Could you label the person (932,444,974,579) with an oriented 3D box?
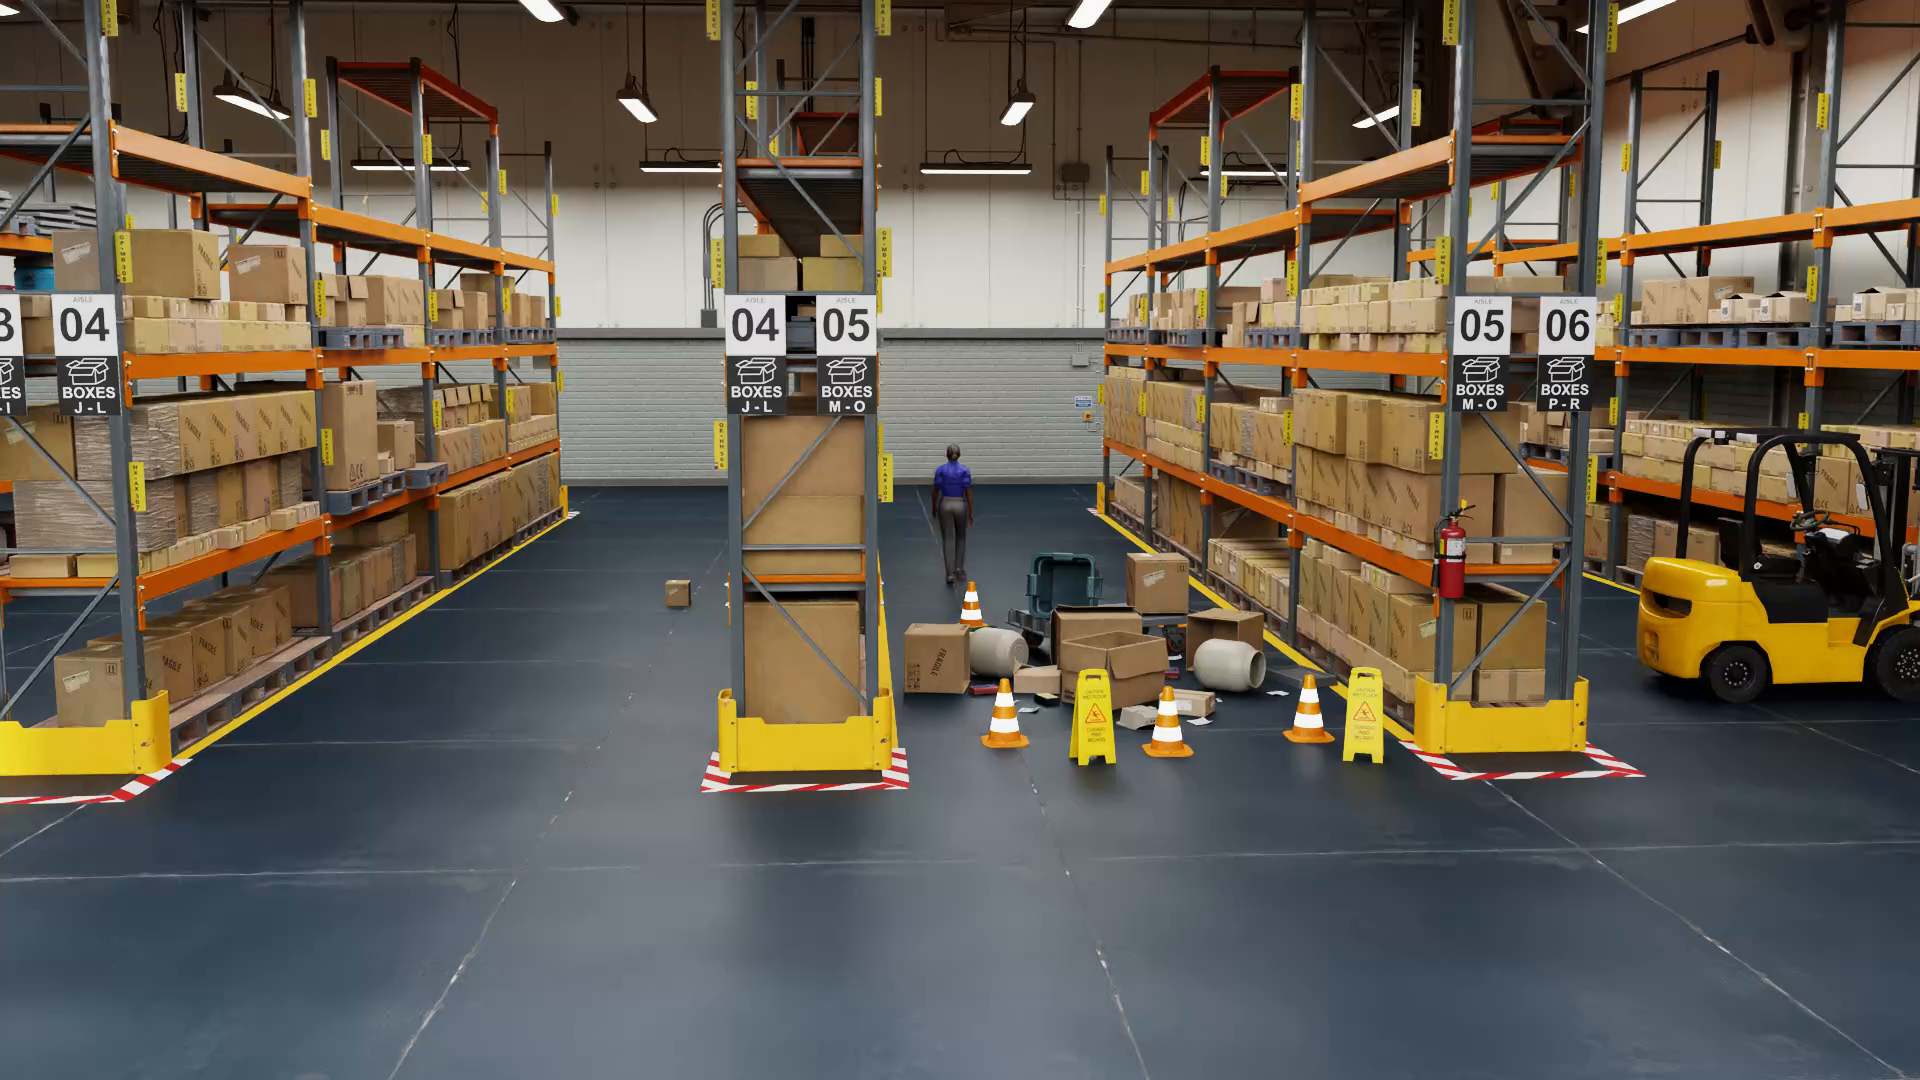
[{"bbox_3d":[-0.101,-0.356,20.114,0.485,1.633,0.872,-1,7,-6],"label":"person"}]
